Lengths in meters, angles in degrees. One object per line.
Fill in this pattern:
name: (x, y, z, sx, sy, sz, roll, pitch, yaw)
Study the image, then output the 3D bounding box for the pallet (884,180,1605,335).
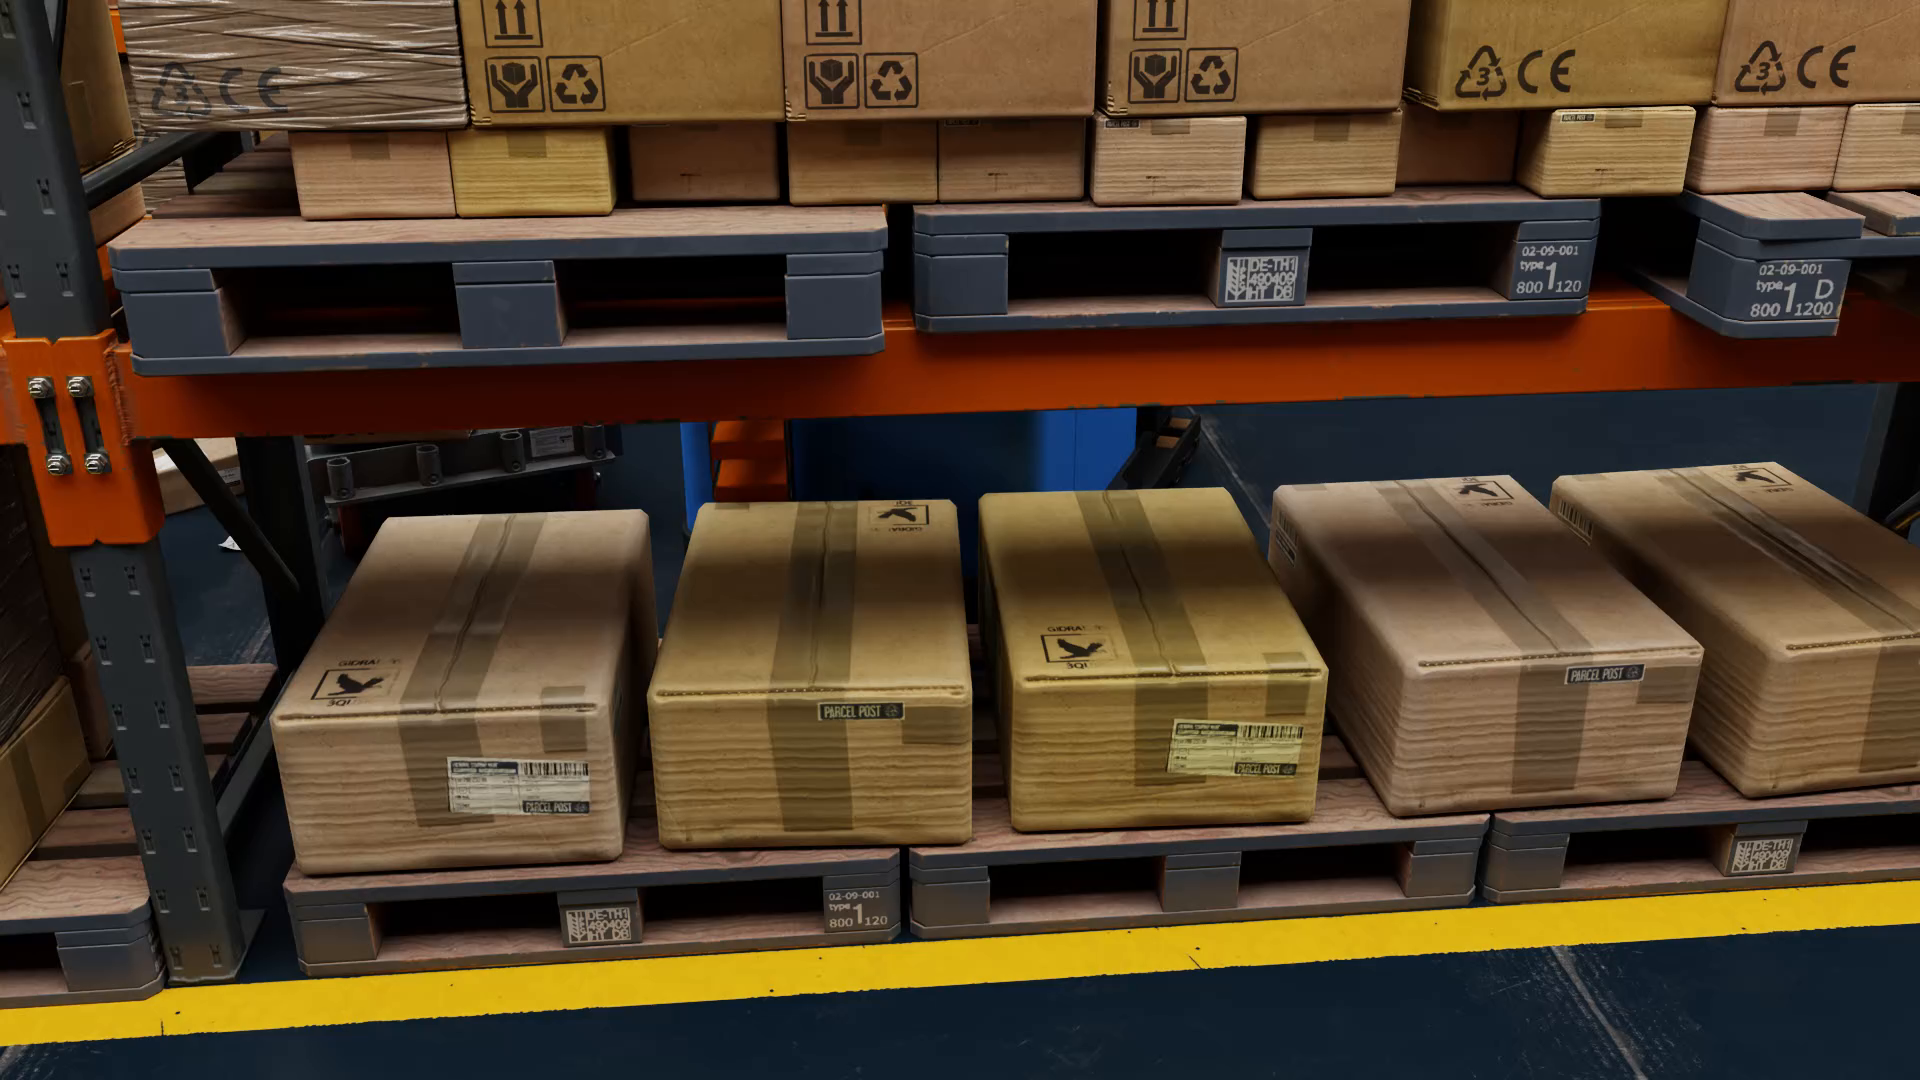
pallet: (0.473, -0.672, 3.305, 1.213, 0.211, 1.003, -2, 24, -5)

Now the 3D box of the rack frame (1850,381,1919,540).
rack frame: (2.439, -0.855, 3.481, 0.127, 3.000, 1.000, -2, 24, -5)

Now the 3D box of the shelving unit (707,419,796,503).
shelving unit: (-0.516, -0.177, 4.165, 0.189, 1.200, 0.258, -2, 24, -3)

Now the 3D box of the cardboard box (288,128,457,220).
cardboard box: (-0.961, -0.667, 2.850, 0.250, 0.149, 0.380, -2, 24, -4)

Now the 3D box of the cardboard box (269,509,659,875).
cardboard box: (-1.020, 0.291, 3.619, 0.625, 0.372, 0.950, -2, 24, -4)

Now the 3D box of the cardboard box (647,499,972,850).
cardboard box: (-0.305, 0.261, 3.687, 0.625, 0.372, 0.950, -1, 24, -2)

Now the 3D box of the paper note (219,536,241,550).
paper note: (-2.237, -0.007, 5.228, 0.142, 0.019, 0.148, -2, 24, -5)

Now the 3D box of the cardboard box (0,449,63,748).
cardboard box: (-2.104, 0.159, 3.145, 0.500, 0.500, 0.500, -3, 24, -6)

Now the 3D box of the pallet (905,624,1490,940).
pallet: (0.450, 0.497, 3.872, 1.213, 0.211, 1.003, -2, 24, -5)

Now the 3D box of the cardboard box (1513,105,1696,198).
cardboard box: (1.106, -0.732, 2.997, 0.250, 0.149, 0.380, -2, 24, -4)

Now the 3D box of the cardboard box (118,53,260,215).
cardboard box: (-3.658, -1.879, 7.883, 0.875, 0.875, 0.875, -2, 24, -5)

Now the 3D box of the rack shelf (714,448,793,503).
rack shelf: (-0.515, -0.137, 4.184, 0.180, 0.103, 0.258, -2, 24, -3)

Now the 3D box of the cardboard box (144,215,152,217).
cardboard box: (-3.573, -1.074, 7.048, 0.500, 0.500, 0.500, 2, 24, 4)

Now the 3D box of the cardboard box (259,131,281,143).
cardboard box: (-2.762, -1.916, 7.967, 0.875, 0.875, 0.875, -2, 24, -4)

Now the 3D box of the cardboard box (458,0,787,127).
cardboard box: (-0.549, -0.992, 2.782, 0.500, 0.500, 0.500, -2, 24, -5)

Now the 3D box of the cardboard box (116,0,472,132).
cardboard box: (-1.047, -0.972, 2.737, 0.500, 0.500, 0.500, -2, 24, -4)

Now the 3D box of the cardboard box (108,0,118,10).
cardboard box: (-3.589, -2.736, 7.528, 0.550, 0.550, 0.875, -2, 24, -5)

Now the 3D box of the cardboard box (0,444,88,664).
cardboard box: (-2.155, -0.059, 3.635, 0.500, 0.500, 0.500, -1, 24, -3)

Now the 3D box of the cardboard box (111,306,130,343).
cardboard box: (-3.093, -0.591, 5.793, 0.503, 0.637, 0.797, -2, 24, -5)

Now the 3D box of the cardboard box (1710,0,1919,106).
cardboard box: (1.500, -1.073, 2.965, 0.500, 0.500, 0.500, -3, 24, -6)

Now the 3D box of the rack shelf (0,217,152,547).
rack shelf: (-3.532, -0.287, 3.088, 4.000, 0.370, 1.077, -2, 24, -5)

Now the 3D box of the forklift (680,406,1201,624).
forklift: (0.209, -1.578, 5.191, 1.130, 2.935, 3.031, 8, 25, 18)

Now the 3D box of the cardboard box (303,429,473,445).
cardboard box: (-1.747, -0.618, 5.091, 0.500, 0.500, 0.500, -2, 24, -5)

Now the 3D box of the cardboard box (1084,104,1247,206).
cardboard box: (0.339, -0.708, 2.941, 0.250, 0.149, 0.380, -1, 24, -3)

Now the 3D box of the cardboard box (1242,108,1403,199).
cardboard box: (0.602, -0.730, 2.992, 0.250, 0.149, 0.380, -3, 24, -7)

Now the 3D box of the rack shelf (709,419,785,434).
rack shelf: (-0.519, -0.355, 4.084, 0.180, 0.103, 0.258, -2, 24, -3)

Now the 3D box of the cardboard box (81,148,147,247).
cardboard box: (-1.887, -0.698, 3.436, 0.250, 0.149, 0.380, -2, 24, -5)

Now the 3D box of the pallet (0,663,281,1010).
pallet: (-2.207, 0.620, 3.595, 1.213, 0.211, 1.003, -2, 24, -5)

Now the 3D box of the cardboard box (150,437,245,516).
cardboard box: (-2.563, -0.281, 5.555, 0.258, 0.266, 0.396, 22, 32, 40)

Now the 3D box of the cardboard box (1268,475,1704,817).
cardboard box: (1.142, 0.205, 3.814, 0.625, 0.372, 0.950, -3, 24, -6)

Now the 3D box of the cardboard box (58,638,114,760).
cardboard box: (-2.155, 0.284, 3.787, 0.500, 0.250, 0.500, -3, 24, -8)

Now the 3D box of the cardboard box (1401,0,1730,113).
cardboard box: (0.998, -1.052, 2.918, 0.500, 0.500, 0.500, -4, 24, -9)

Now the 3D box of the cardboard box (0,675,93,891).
cardboard box: (-2.104, 0.501, 3.297, 0.500, 0.250, 0.500, -1, 24, -3)

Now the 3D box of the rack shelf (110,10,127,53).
rack shelf: (-4.119, -2.284, 7.580, 4.000, 0.370, 1.077, -2, 24, -5)

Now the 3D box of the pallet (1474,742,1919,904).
pallet: (1.661, 0.450, 3.978, 1.213, 0.211, 1.003, -2, 24, -5)

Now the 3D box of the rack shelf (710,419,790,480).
rack shelf: (-0.517, -0.246, 4.134, 0.180, 0.103, 0.258, -2, 24, -3)

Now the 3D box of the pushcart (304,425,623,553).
pushcart: (-1.816, -0.417, 5.723, 0.936, 0.377, 1.648, -11, 26, -23)

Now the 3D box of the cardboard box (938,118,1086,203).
cardboard box: (0.070, -0.718, 2.965, 0.250, 0.149, 0.380, -2, 24, -5)

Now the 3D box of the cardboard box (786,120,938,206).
cardboard box: (-0.177, -0.709, 2.944, 0.250, 0.149, 0.380, -2, 24, -4)

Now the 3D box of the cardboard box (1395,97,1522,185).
cardboard box: (0.844, -0.773, 3.089, 0.250, 0.149, 0.380, -2, 24, -5)

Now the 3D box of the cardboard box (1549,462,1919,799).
cardboard box: (1.876, 0.172, 3.888, 0.625, 0.372, 0.950, -4, 24, -9)

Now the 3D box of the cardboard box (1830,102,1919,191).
cardboard box: (1.630, -0.756, 3.050, 0.250, 0.149, 0.380, -2, 24, -6)

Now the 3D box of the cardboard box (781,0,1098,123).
cardboard box: (-0.055, -1.006, 2.814, 0.500, 0.500, 0.500, -2, 24, -5)

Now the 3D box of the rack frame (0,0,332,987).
rack frame: (-1.542, -0.695, 3.122, 0.127, 3.000, 1.000, -2, 24, -5)

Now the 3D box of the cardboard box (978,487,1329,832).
cardboard box: (0.387, 0.233, 3.751, 0.625, 0.372, 0.950, -2, 24, -3)

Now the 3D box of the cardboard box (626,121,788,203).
cardboard box: (-0.437, -0.716, 2.959, 0.250, 0.149, 0.380, -1, 24, -2)

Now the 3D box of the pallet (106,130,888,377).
pallet: (-0.767, -0.580, 3.097, 1.213, 0.211, 1.003, -2, 24, -5)

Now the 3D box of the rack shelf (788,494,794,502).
rack shelf: (-0.514, -0.028, 4.233, 0.180, 0.103, 0.258, -2, 24, -3)

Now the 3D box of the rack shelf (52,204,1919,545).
rack shelf: (0.449, -0.447, 3.447, 4.000, 0.370, 1.077, -2, 24, -5)

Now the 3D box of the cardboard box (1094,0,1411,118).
cardboard box: (0.455, -1.031, 2.870, 0.500, 0.500, 0.500, -3, 24, -7)

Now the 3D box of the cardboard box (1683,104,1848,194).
cardboard box: (1.379, -0.749, 3.035, 0.250, 0.149, 0.380, -3, 24, -8)

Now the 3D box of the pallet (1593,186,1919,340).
pallet: (1.740, -0.696, 3.359, 1.003, 0.211, 1.213, -2, 24, -5)

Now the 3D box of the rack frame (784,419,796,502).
rack frame: (-0.425, -0.181, 4.170, 0.006, 1.200, 0.240, -2, 24, -3)

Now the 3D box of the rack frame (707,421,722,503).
rack frame: (-0.607, -0.174, 4.161, 0.006, 1.200, 0.240, -2, 24, -3)

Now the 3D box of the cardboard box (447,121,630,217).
cardboard box: (-0.711, -0.673, 2.864, 0.250, 0.149, 0.380, -2, 24, -4)

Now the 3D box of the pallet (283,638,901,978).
pallet: (-0.767, 0.547, 3.759, 1.213, 0.211, 1.003, -2, 24, -5)

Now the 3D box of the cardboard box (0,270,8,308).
cardboard box: (-1.832, -0.445, 2.867, 0.250, 0.149, 0.380, -3, 24, -6)

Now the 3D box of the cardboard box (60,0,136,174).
cardboard box: (-2.007, -0.972, 3.255, 0.500, 0.500, 0.500, -2, 24, -5)
